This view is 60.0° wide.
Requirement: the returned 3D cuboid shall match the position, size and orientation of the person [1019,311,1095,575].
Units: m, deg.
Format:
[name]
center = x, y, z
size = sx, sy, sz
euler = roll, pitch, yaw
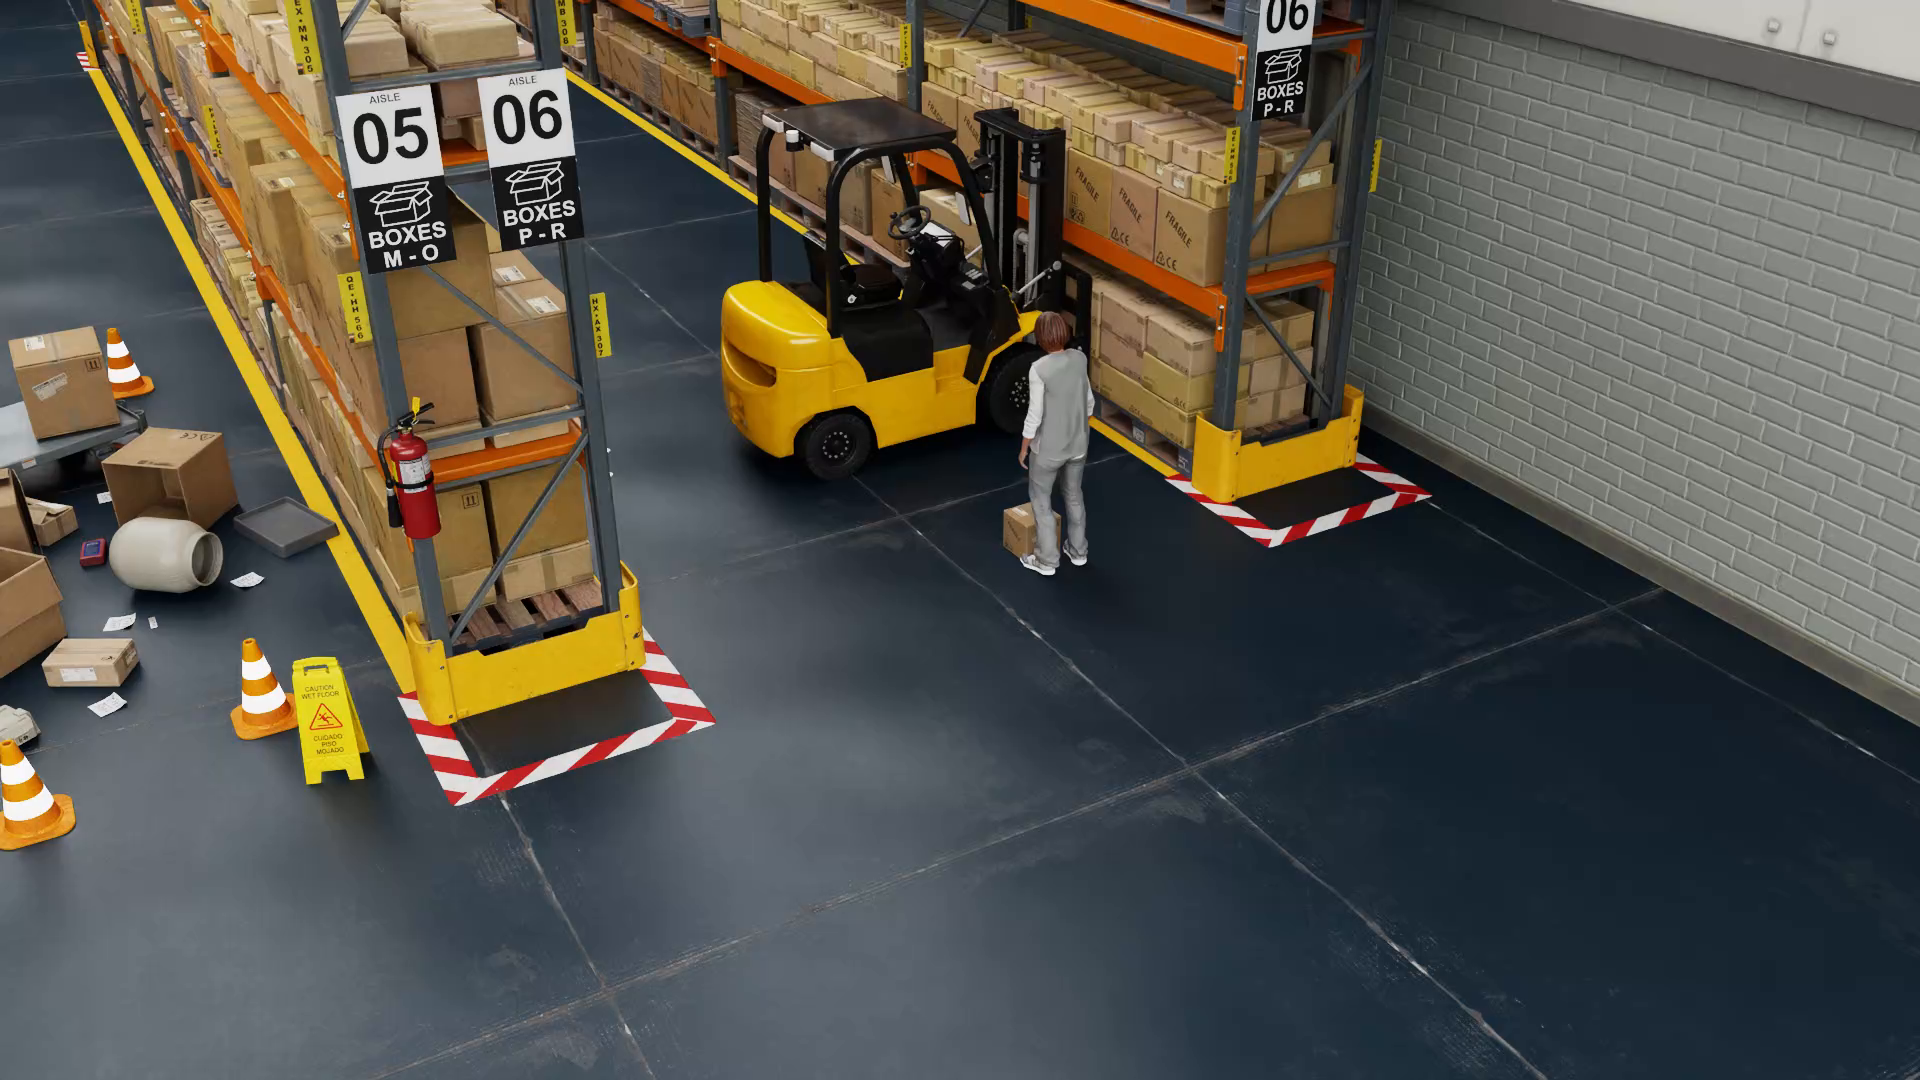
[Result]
[person]
center = 0.557, -0.539, 9.517
size = 0.480, 1.593, 0.344
euler = -17, 34, -28
